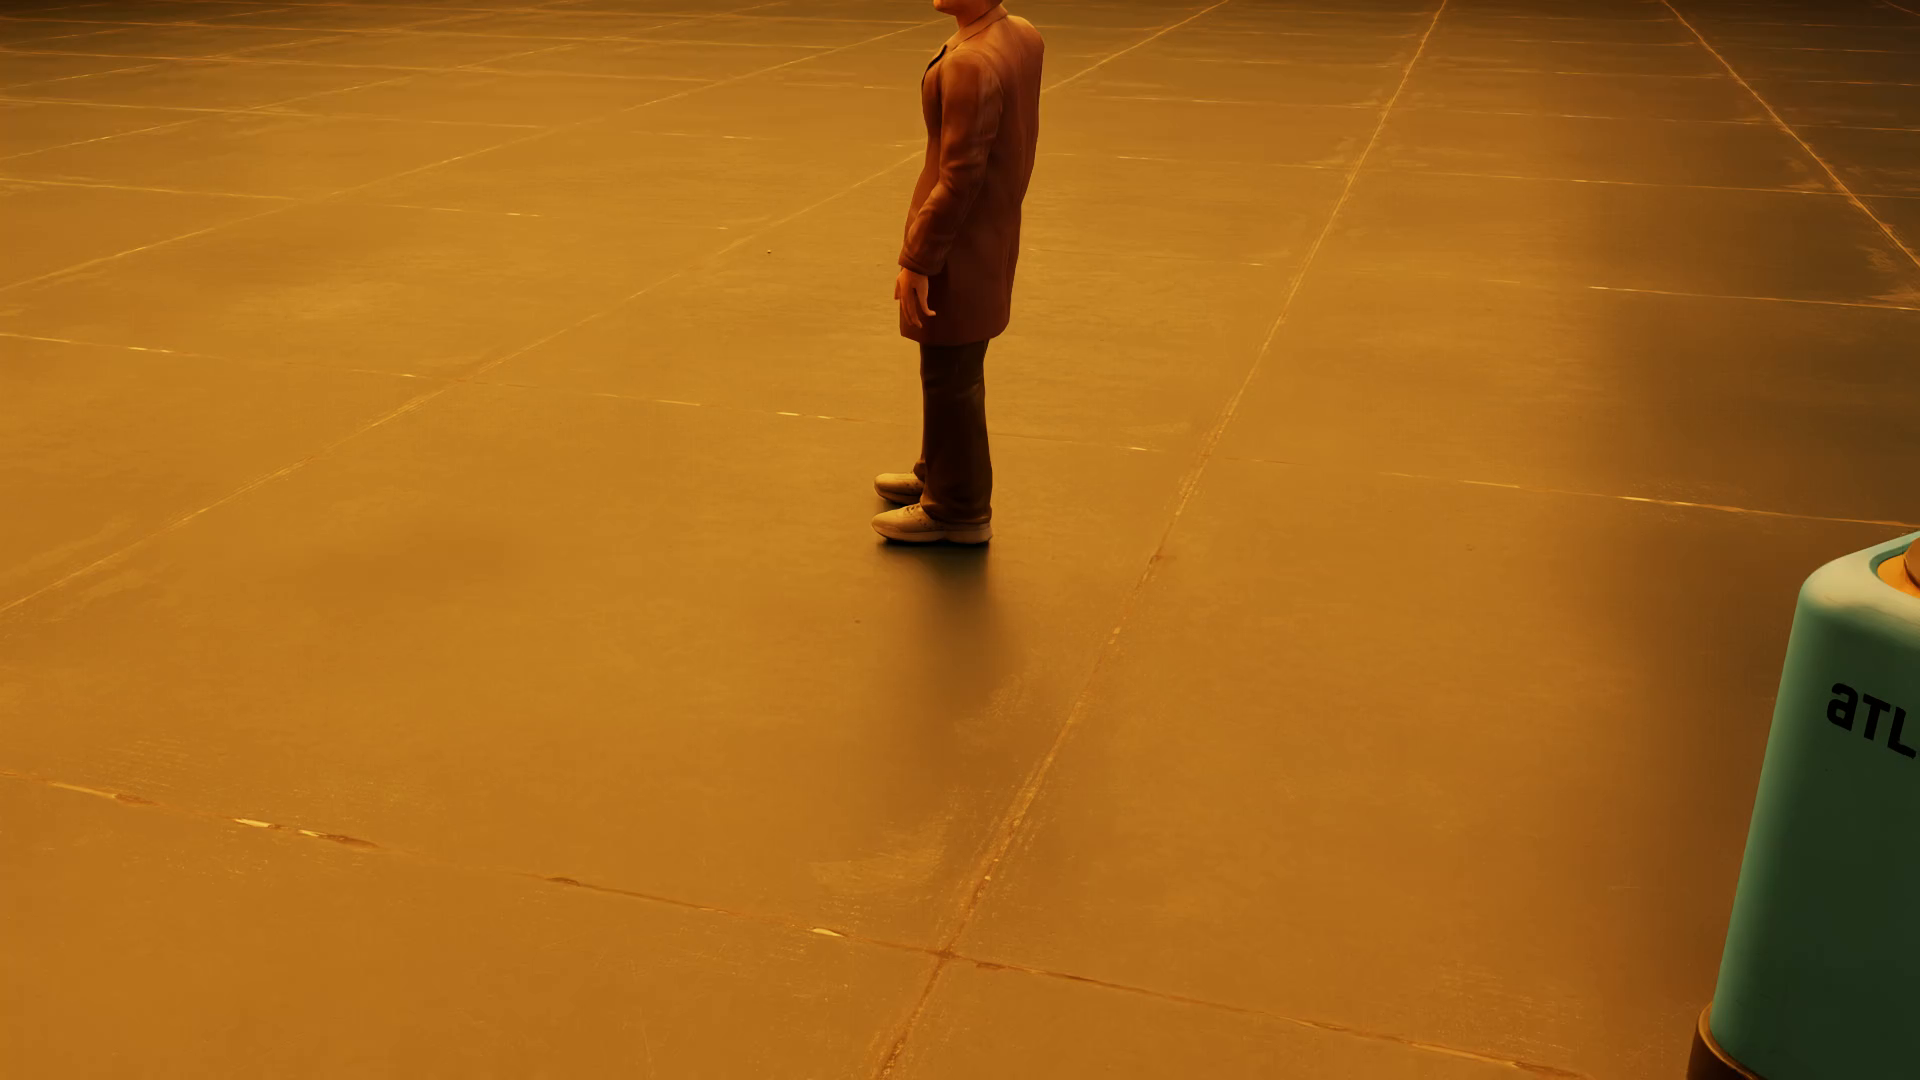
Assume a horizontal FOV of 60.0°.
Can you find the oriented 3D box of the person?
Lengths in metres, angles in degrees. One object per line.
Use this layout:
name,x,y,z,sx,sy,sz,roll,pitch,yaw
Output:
person,-0.085,-0.841,4.808,0.582,1.776,0.696,7,23,16
